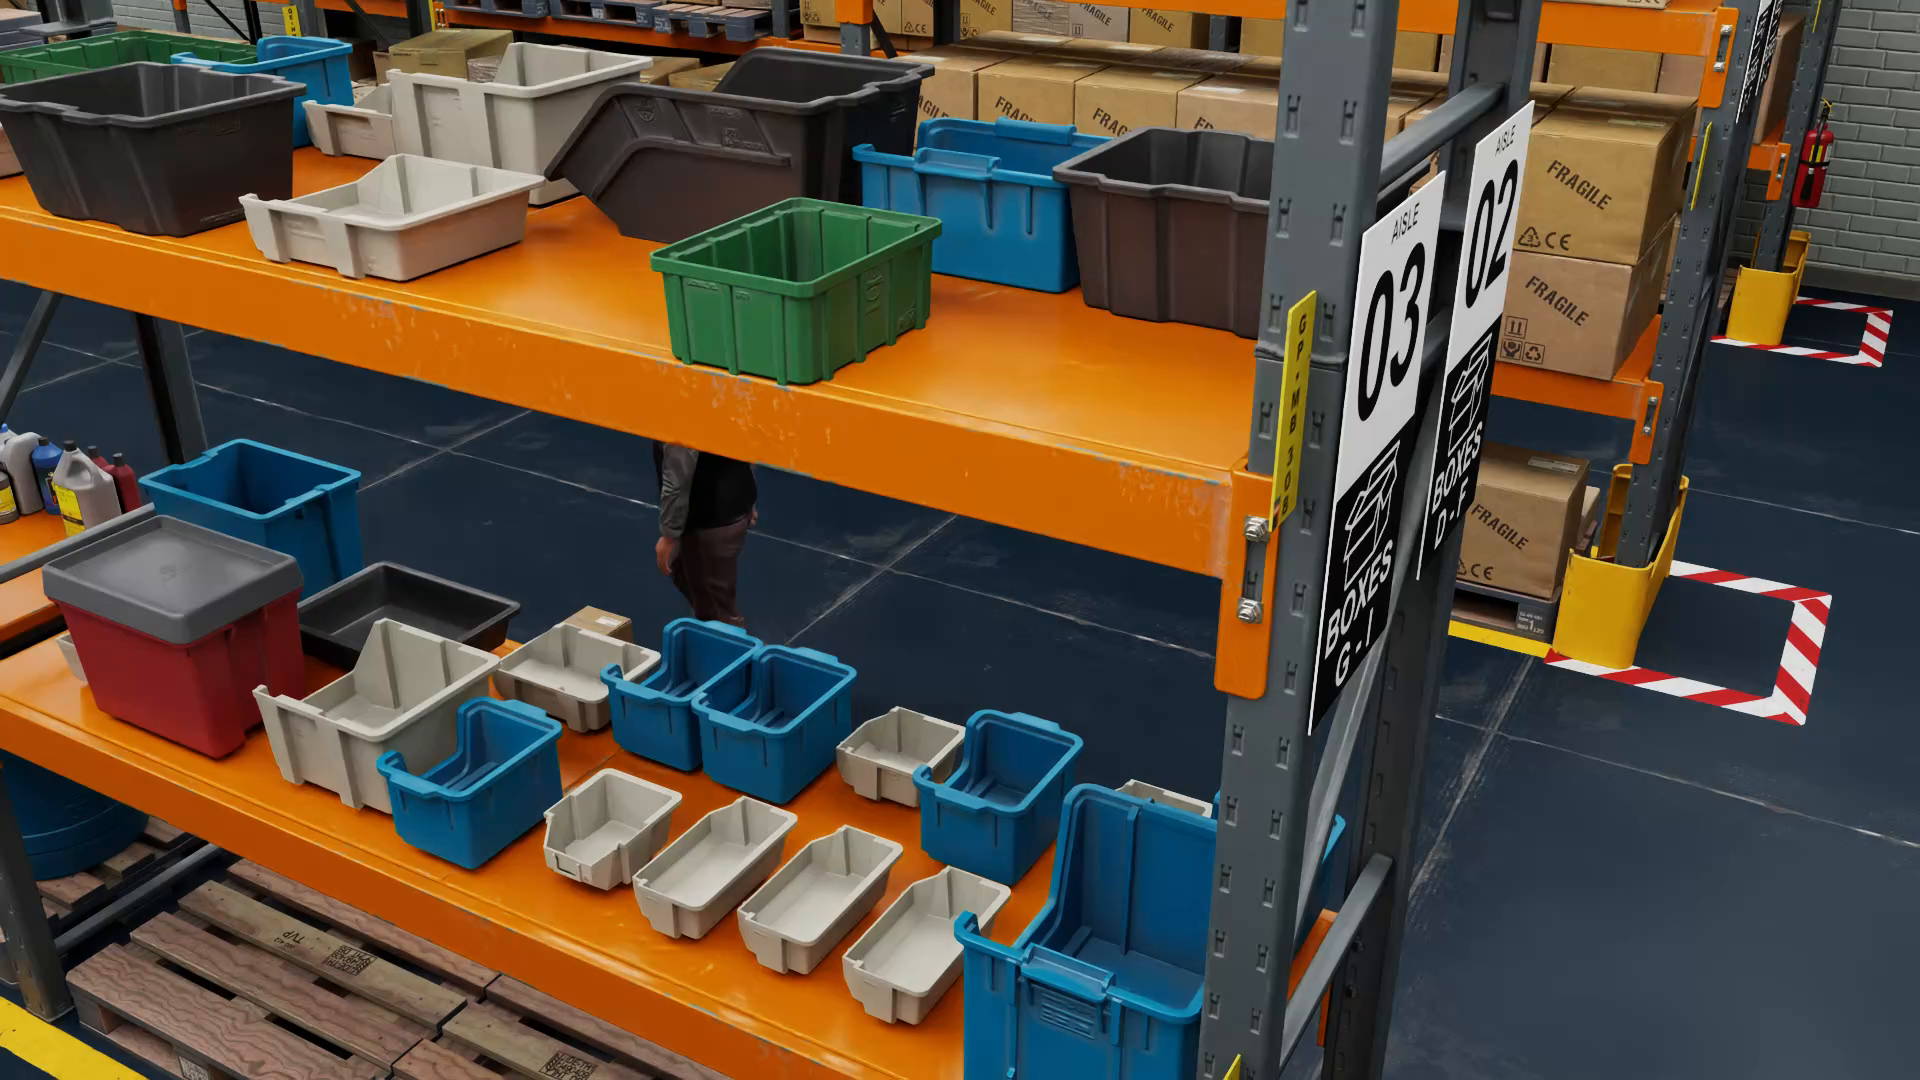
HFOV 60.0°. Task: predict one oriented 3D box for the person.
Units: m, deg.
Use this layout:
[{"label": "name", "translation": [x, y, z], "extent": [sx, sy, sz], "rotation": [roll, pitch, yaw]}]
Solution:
[{"label": "person", "translation": [-1.033, -0.072, 6.772], "extent": [0.442, 1.743, 0.550], "rotation": [3, 26, 5]}]
